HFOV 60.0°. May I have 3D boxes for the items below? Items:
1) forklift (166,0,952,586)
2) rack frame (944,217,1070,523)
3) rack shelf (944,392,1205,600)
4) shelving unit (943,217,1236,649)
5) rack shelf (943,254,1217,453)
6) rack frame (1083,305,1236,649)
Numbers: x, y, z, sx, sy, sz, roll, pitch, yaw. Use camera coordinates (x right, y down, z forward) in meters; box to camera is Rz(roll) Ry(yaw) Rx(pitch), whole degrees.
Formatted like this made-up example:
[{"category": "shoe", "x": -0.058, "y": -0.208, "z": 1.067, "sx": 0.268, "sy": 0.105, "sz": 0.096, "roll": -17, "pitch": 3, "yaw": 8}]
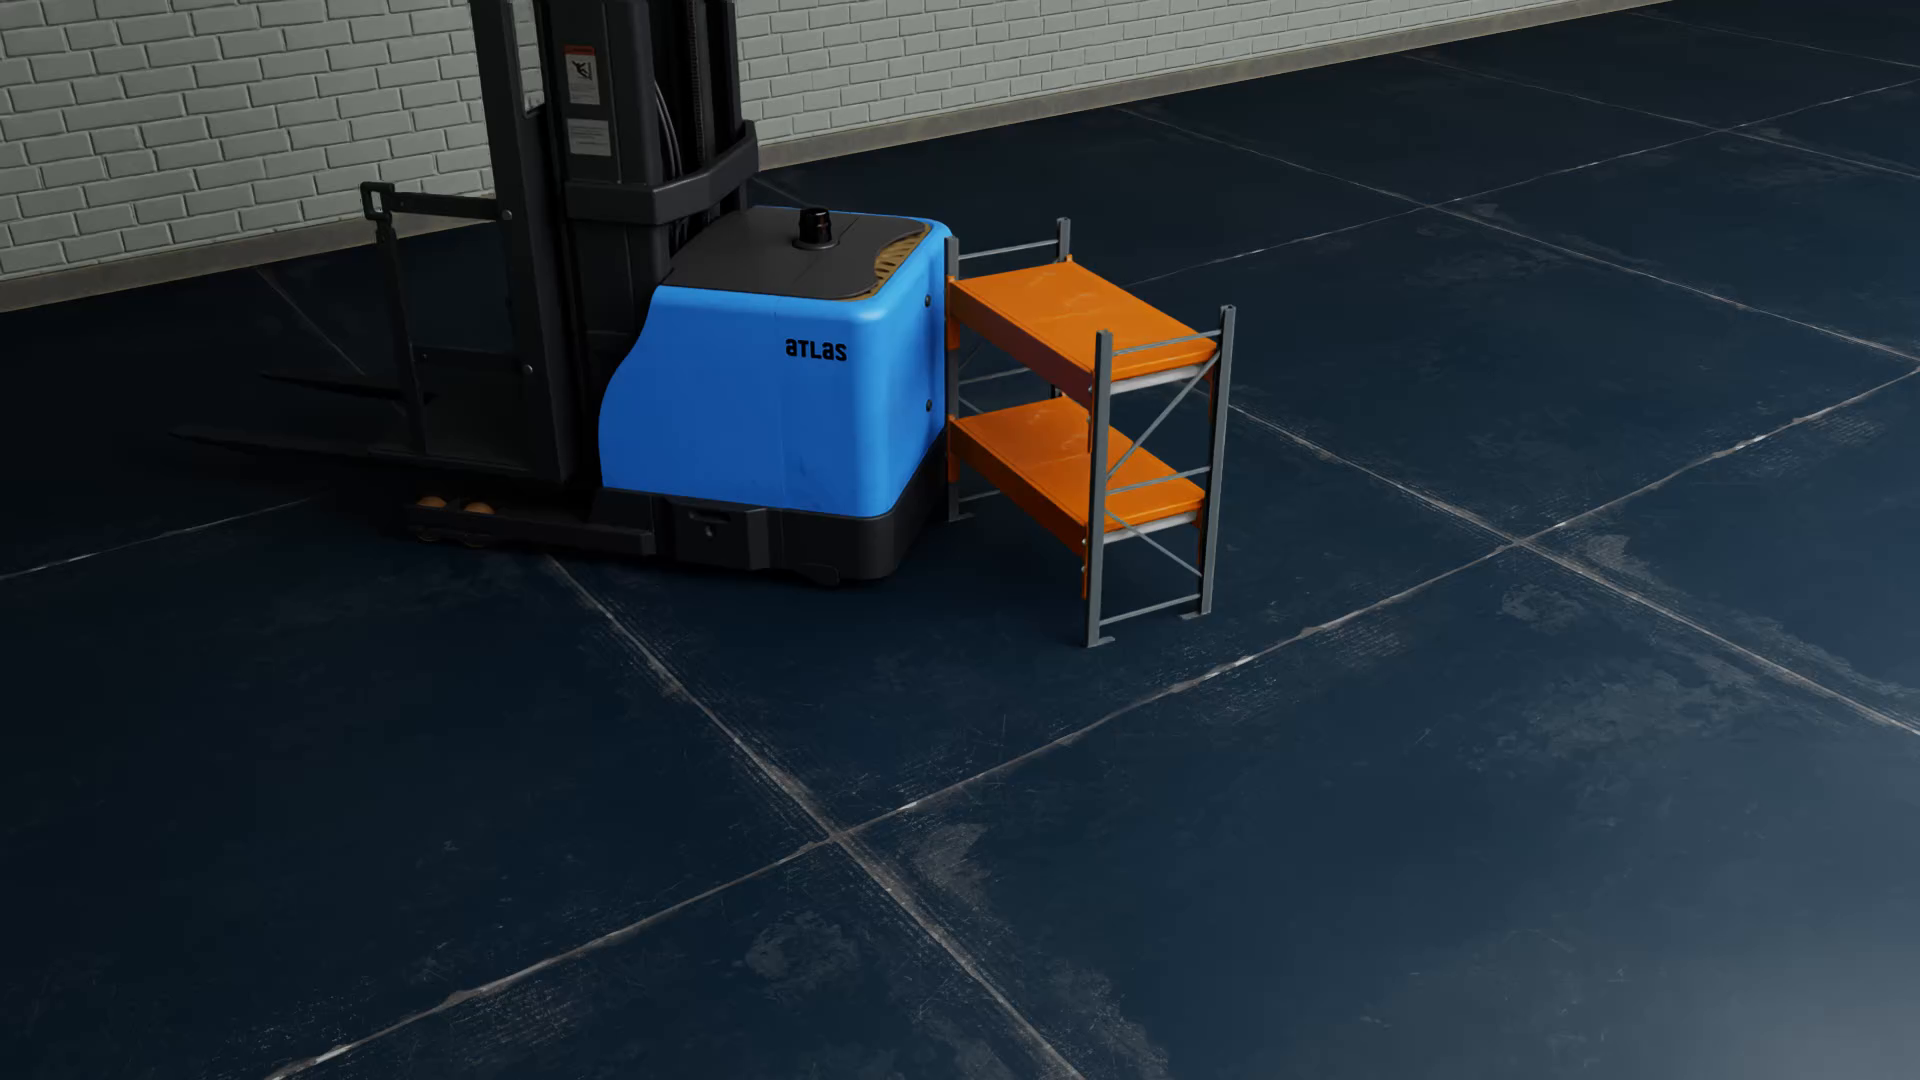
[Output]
[{"category": "forklift", "x": -1.589, "y": -1.494, "z": 5.931, "sx": 3.031, "sy": 2.935, "sz": 1.130, "roll": 7, "pitch": 29, "yaw": 13}, {"category": "rack frame", "x": 0.172, "y": -0.620, "z": 6.213, "sx": 0.500, "sy": 1.125, "sz": 0.032, "roll": -14, "pitch": 31, "yaw": -24}, {"category": "rack shelf", "x": 0.407, "y": -0.190, "z": 5.934, "sx": 0.538, "sy": 0.278, "sz": 1.000, "roll": -14, "pitch": 31, "yaw": -24}, {"category": "shelving unit", "x": 0.407, "y": -0.405, "z": 5.817, "sx": 0.538, "sy": 1.125, "sz": 1.048, "roll": -14, "pitch": 31, "yaw": -24}, {"category": "rack shelf", "x": 0.407, "y": -0.662, "z": 5.677, "sx": 0.538, "sy": 0.278, "sz": 1.000, "roll": -14, "pitch": 31, "yaw": -24}, {"category": "rack frame", "x": 0.643, "y": -0.190, "z": 5.421, "sx": 0.500, "sy": 1.125, "sz": 0.032, "roll": -14, "pitch": 31, "yaw": -24}]
